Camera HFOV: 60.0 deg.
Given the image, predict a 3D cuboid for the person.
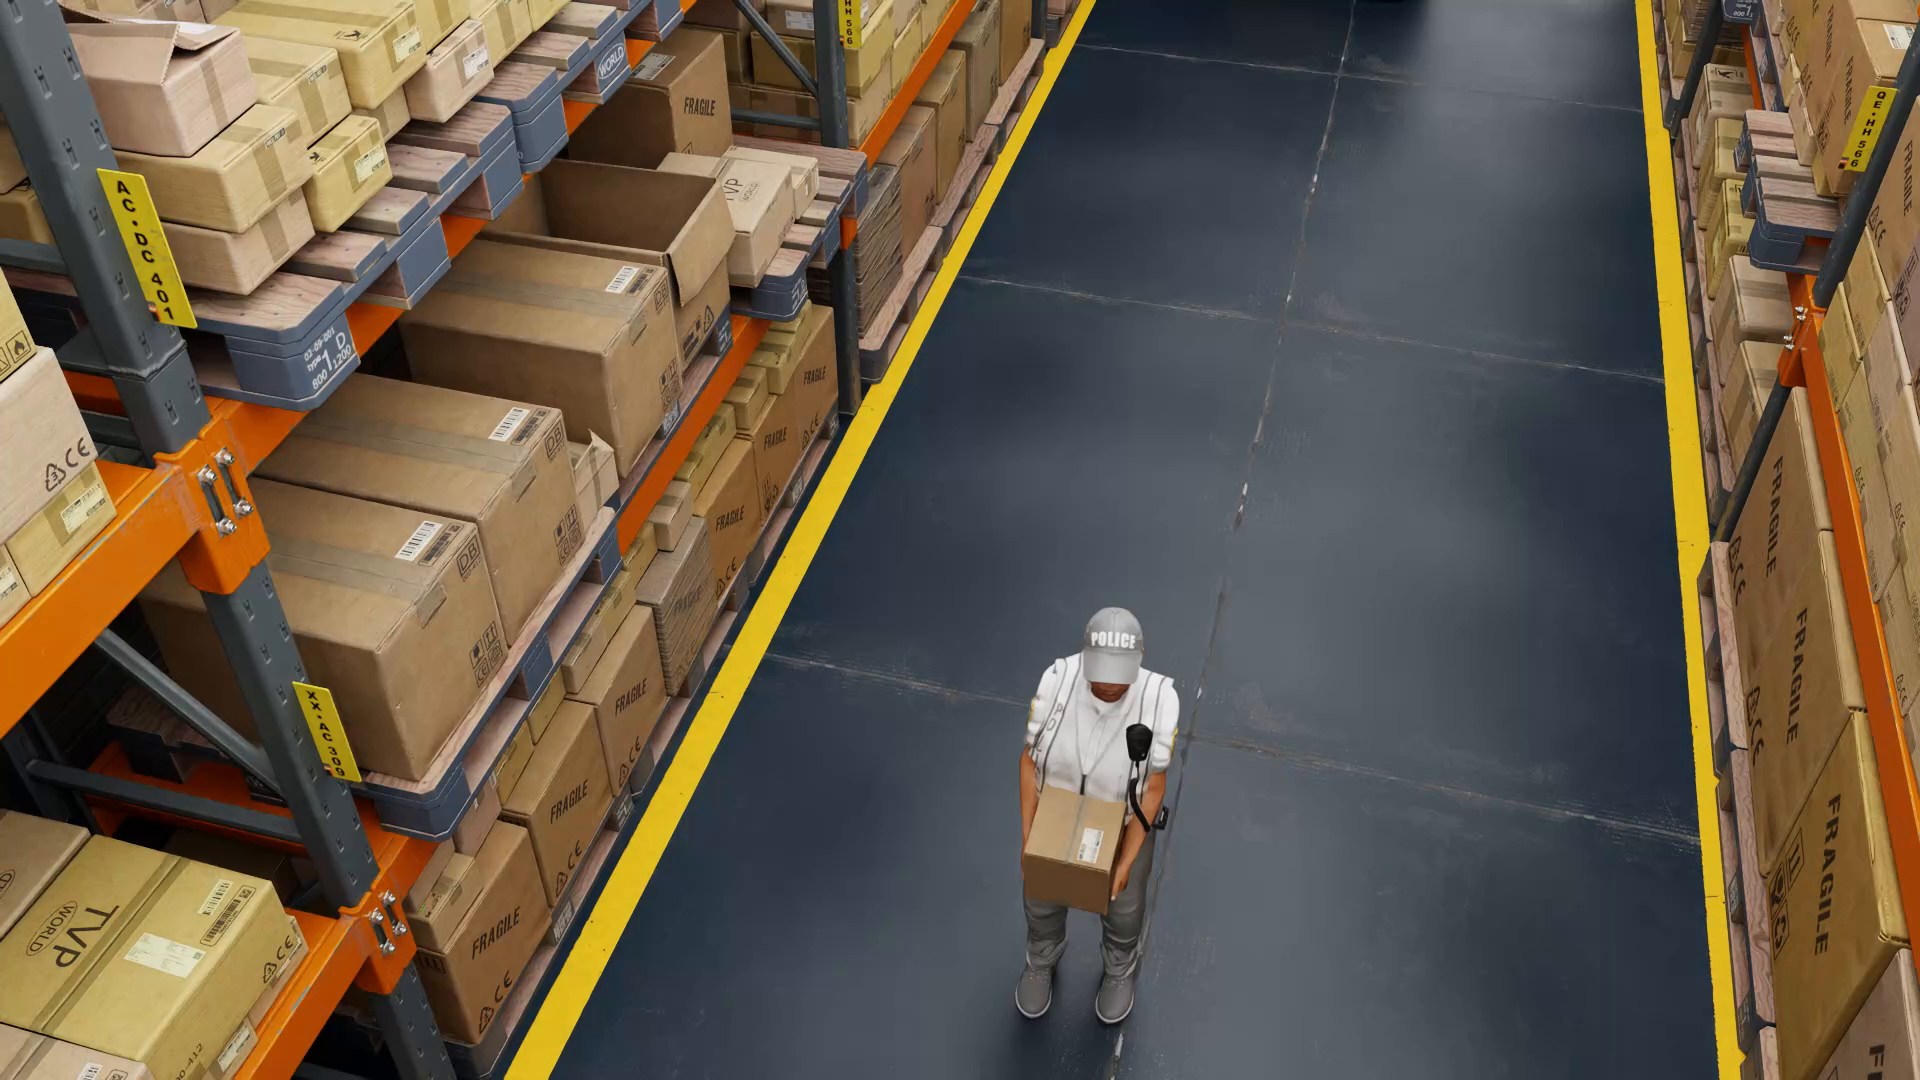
[{"bbox_3d":[0.398,0.906,5.132,0.455,1.660,0.536,10,42,12],"label":"person"}]
